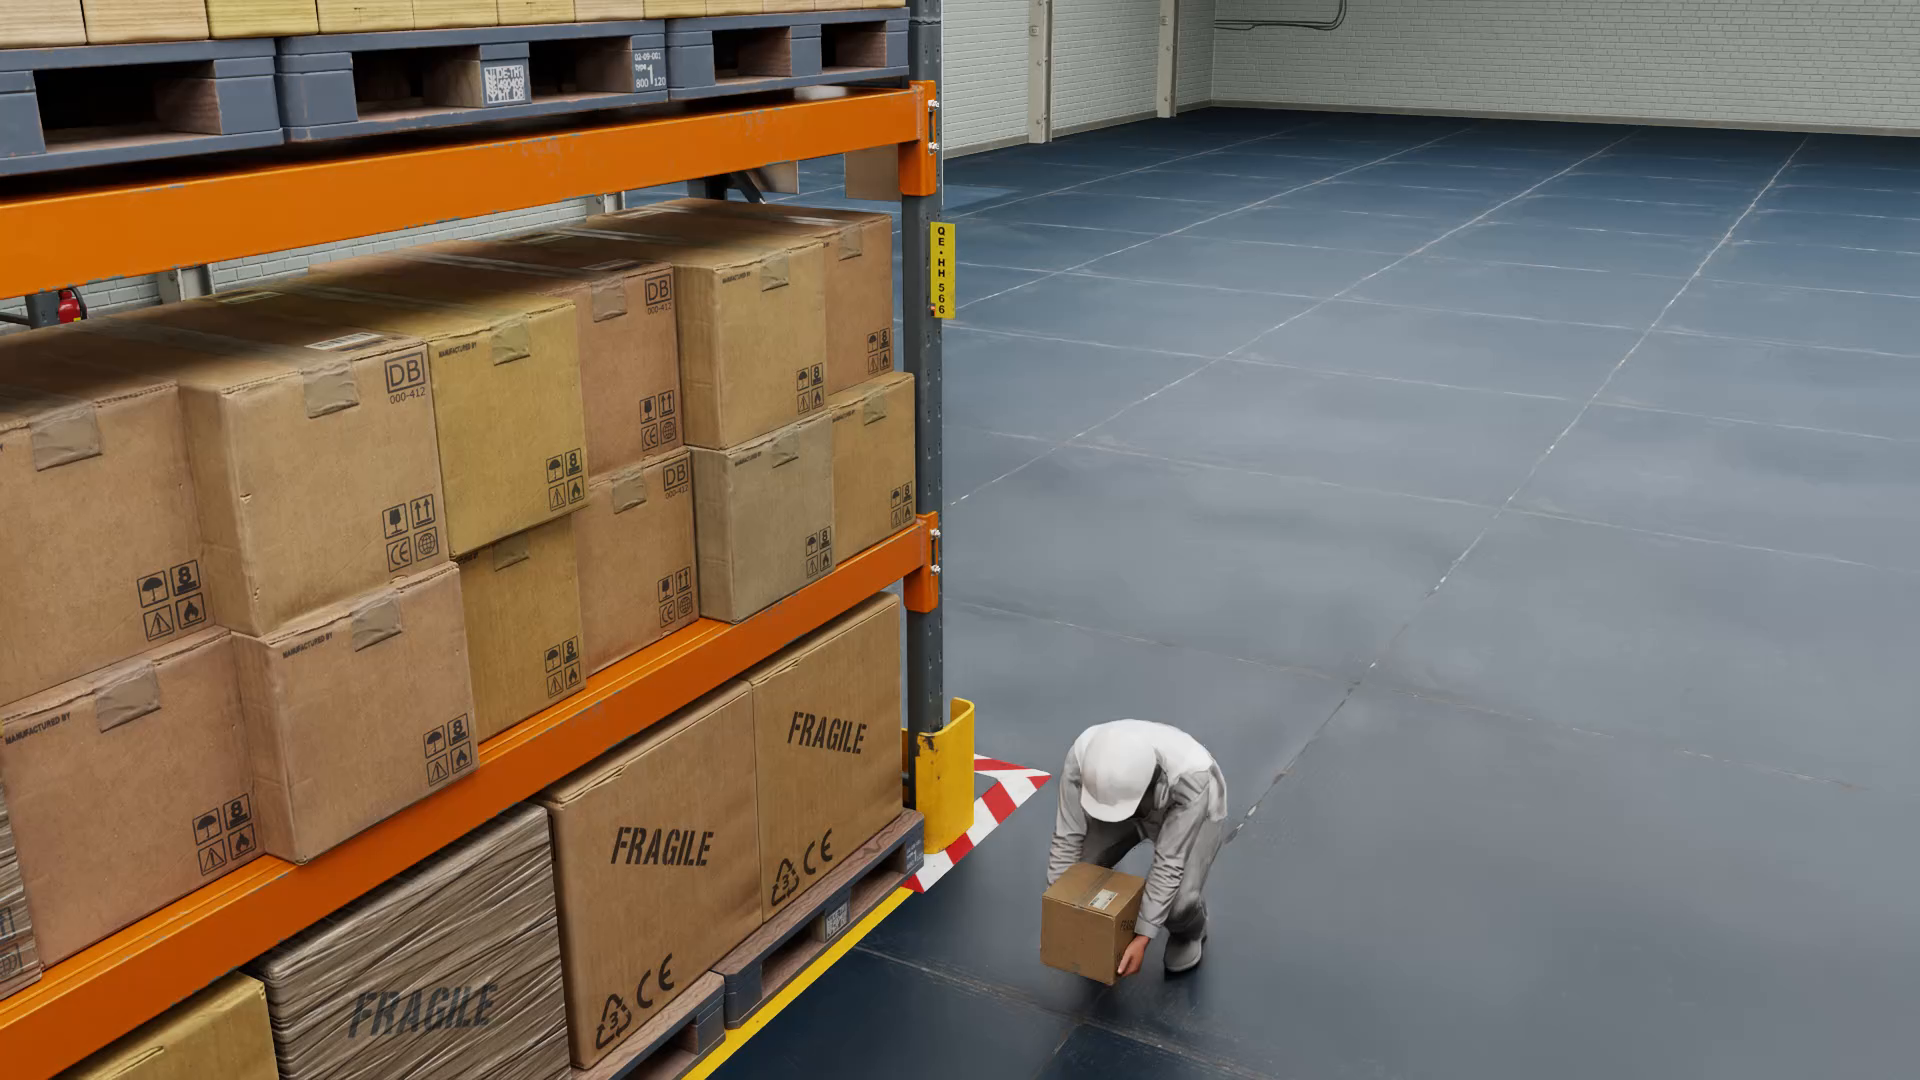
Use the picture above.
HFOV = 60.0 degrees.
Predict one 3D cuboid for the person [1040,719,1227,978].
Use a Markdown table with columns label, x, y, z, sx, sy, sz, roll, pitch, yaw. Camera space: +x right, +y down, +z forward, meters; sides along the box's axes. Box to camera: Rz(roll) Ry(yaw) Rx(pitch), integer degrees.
| label | x | y | z | sx | sy | sz | roll | pitch | yaw |
| --- | --- | --- | --- | --- | --- | --- | --- | --- | --- |
| person | 0.596 | 0.952 | 5.473 | 0.507 | 1.015 | 0.878 | 10 | 22 | 26 |
